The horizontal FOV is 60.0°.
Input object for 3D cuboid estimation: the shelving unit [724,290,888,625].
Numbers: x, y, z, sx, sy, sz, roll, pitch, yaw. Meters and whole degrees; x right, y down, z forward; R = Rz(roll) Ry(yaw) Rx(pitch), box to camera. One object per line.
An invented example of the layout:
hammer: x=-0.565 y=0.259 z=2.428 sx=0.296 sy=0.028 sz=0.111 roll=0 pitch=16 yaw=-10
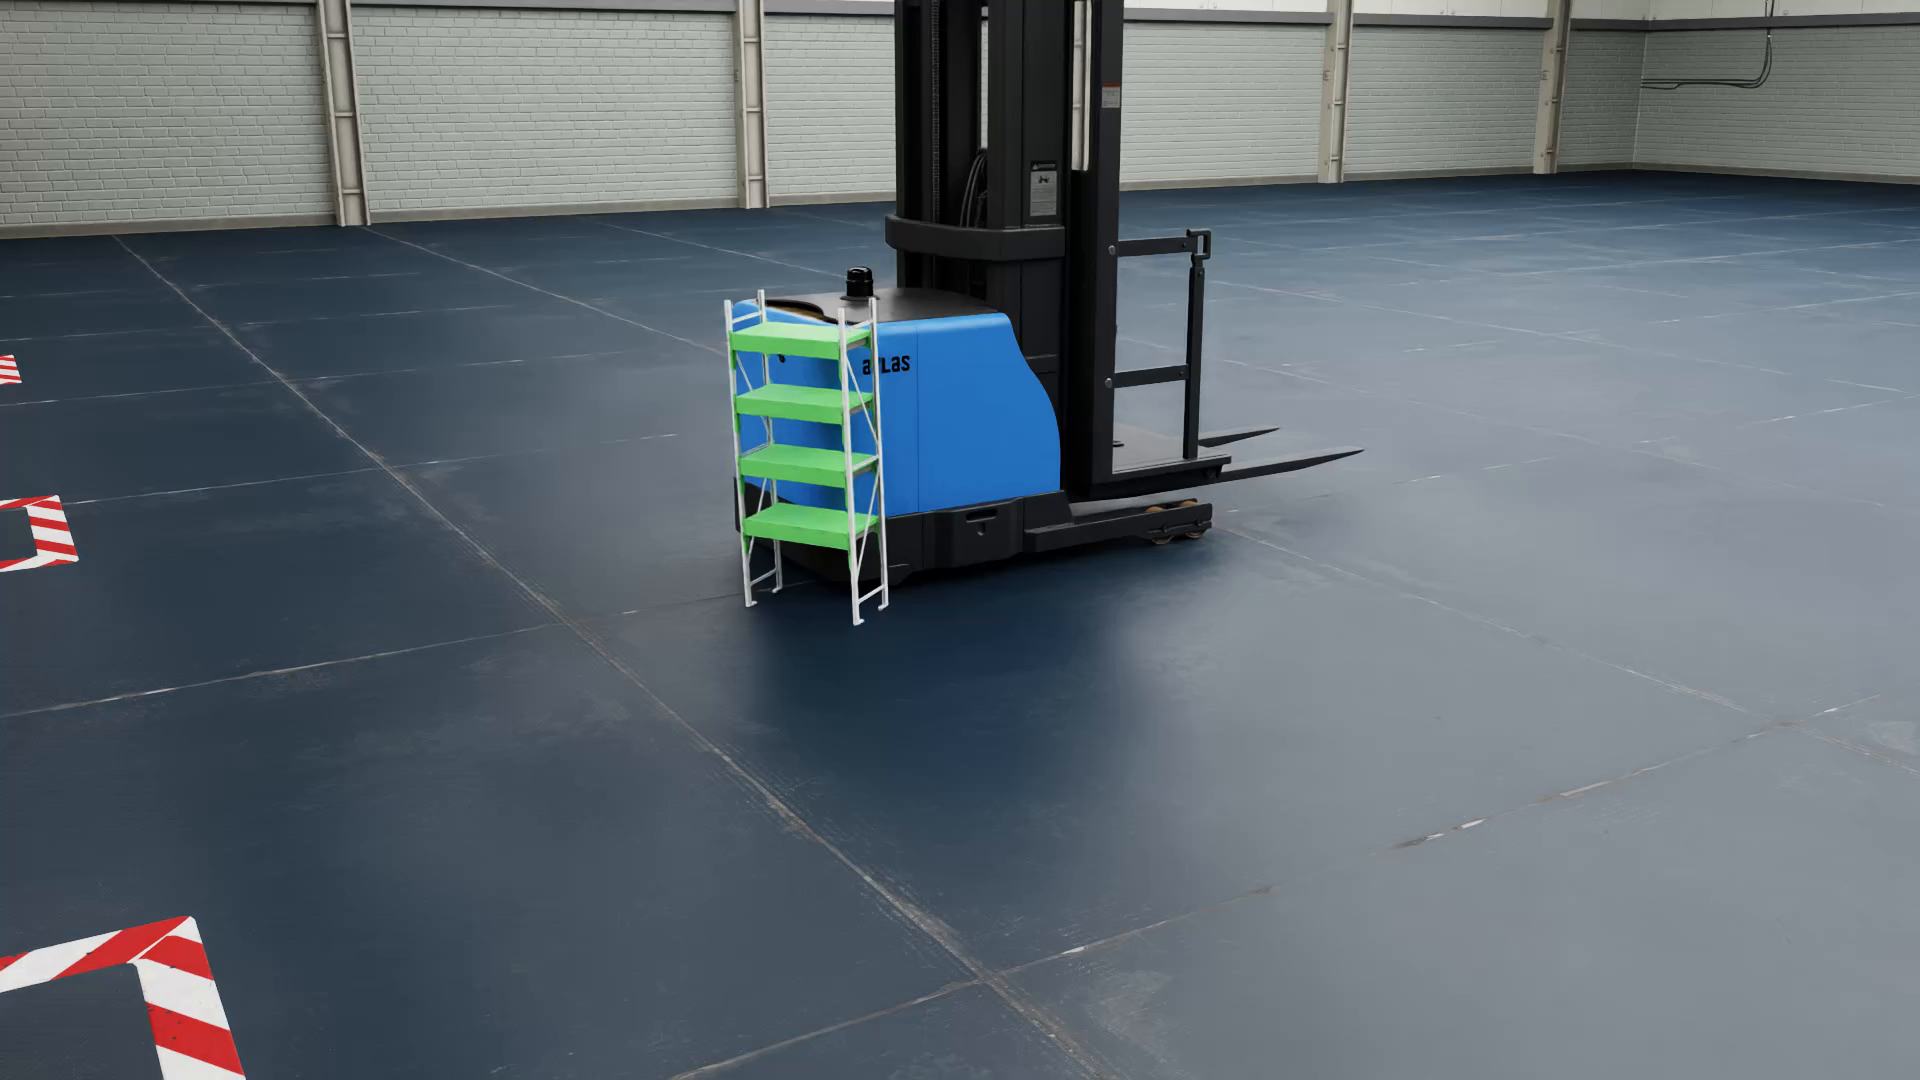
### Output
shelving unit: x=-0.572 y=-0.313 z=6.279 sx=0.503 sy=1.200 sz=0.258 roll=8 pitch=21 yaw=26

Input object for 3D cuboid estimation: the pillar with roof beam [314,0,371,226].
pillar with roof beam: x=-6.131 y=-7.678 z=18.129 sx=0.400 sy=9.000 sz=9.100 roll=-9 pitch=18 yaw=-30

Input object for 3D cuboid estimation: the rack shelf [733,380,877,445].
rack shelf: x=-0.576 y=-0.480 z=6.224 sx=0.480 sy=0.148 sz=0.258 roll=8 pitch=21 yaw=26

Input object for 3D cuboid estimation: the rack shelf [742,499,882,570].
rack shelf: x=-0.564 y=-0.025 z=6.375 sx=0.480 sy=0.148 sz=0.258 roll=8 pitch=21 yaw=26

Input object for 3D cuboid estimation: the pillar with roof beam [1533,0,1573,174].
pillar with roof beam: x=14.441 y=-11.014 z=30.030 sx=0.400 sy=9.000 sz=9.100 roll=-9 pitch=18 yaw=-30

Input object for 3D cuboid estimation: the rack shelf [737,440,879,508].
rack shelf: x=-0.570 y=-0.253 z=6.300 sx=0.480 sy=0.148 sz=0.258 roll=8 pitch=21 yaw=26

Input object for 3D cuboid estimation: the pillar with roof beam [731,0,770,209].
pillar with roof beam: x=-0.988 y=-8.512 z=21.104 sx=0.400 sy=9.000 sz=9.100 roll=-9 pitch=18 yaw=-30

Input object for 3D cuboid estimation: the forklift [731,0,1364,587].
forklift: x=0.532 y=-1.502 z=7.336 sx=3.031 sy=2.935 sz=1.130 roll=-10 pitch=18 yaw=-31

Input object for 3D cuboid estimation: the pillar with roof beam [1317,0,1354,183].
pillar with roof beam: x=9.298 y=-10.180 z=27.055 sx=0.400 sy=9.000 sz=9.100 roll=-9 pitch=18 yaw=-30

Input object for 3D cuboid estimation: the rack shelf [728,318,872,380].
rack shelf: x=-0.583 y=-0.708 z=6.148 sx=0.480 sy=0.148 sz=0.258 roll=8 pitch=21 yaw=26

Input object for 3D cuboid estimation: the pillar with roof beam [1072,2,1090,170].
pillar with roof beam: x=4.155 y=-9.346 z=24.080 sx=0.400 sy=9.000 sz=9.100 roll=-9 pitch=18 yaw=-30

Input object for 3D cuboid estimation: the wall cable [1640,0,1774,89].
wall cable: x=15.431 y=-10.619 z=34.372 sx=0.112 sy=2.526 sz=3.097 roll=-9 pitch=18 yaw=-30

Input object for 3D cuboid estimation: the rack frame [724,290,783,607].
rack frame: x=-0.788 y=-0.344 z=6.388 sx=0.015 sy=1.200 sz=0.240 roll=8 pitch=21 yaw=26

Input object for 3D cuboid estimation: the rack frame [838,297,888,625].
rack frame: x=-0.356 y=-0.283 z=6.171 sx=0.015 sy=1.200 sz=0.240 roll=8 pitch=21 yaw=26
